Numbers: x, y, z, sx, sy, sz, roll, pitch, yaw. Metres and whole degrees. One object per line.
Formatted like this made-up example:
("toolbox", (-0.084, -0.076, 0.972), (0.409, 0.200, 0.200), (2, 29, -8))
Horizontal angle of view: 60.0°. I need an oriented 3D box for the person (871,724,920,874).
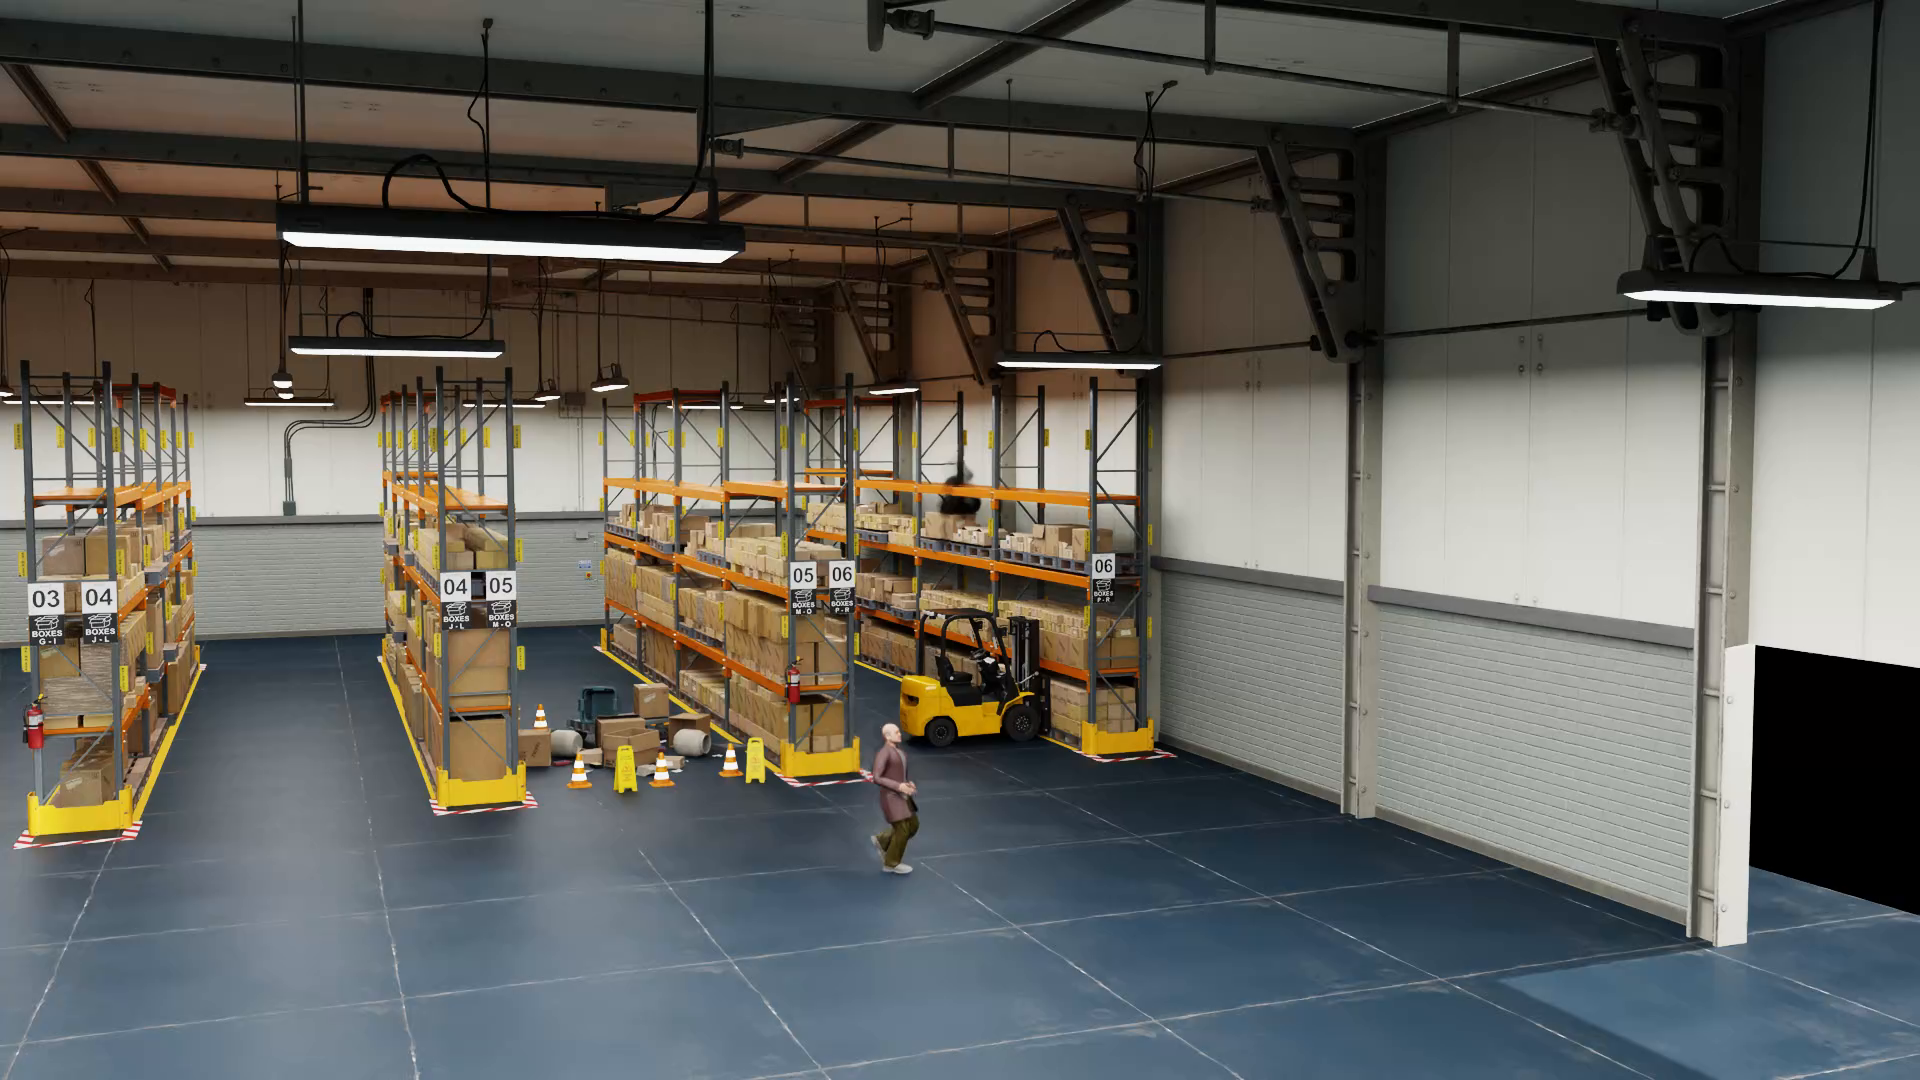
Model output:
("person", (-0.757, 2.978, 19.206), (0.663, 1.726, 0.706), (1, 4, 22))
